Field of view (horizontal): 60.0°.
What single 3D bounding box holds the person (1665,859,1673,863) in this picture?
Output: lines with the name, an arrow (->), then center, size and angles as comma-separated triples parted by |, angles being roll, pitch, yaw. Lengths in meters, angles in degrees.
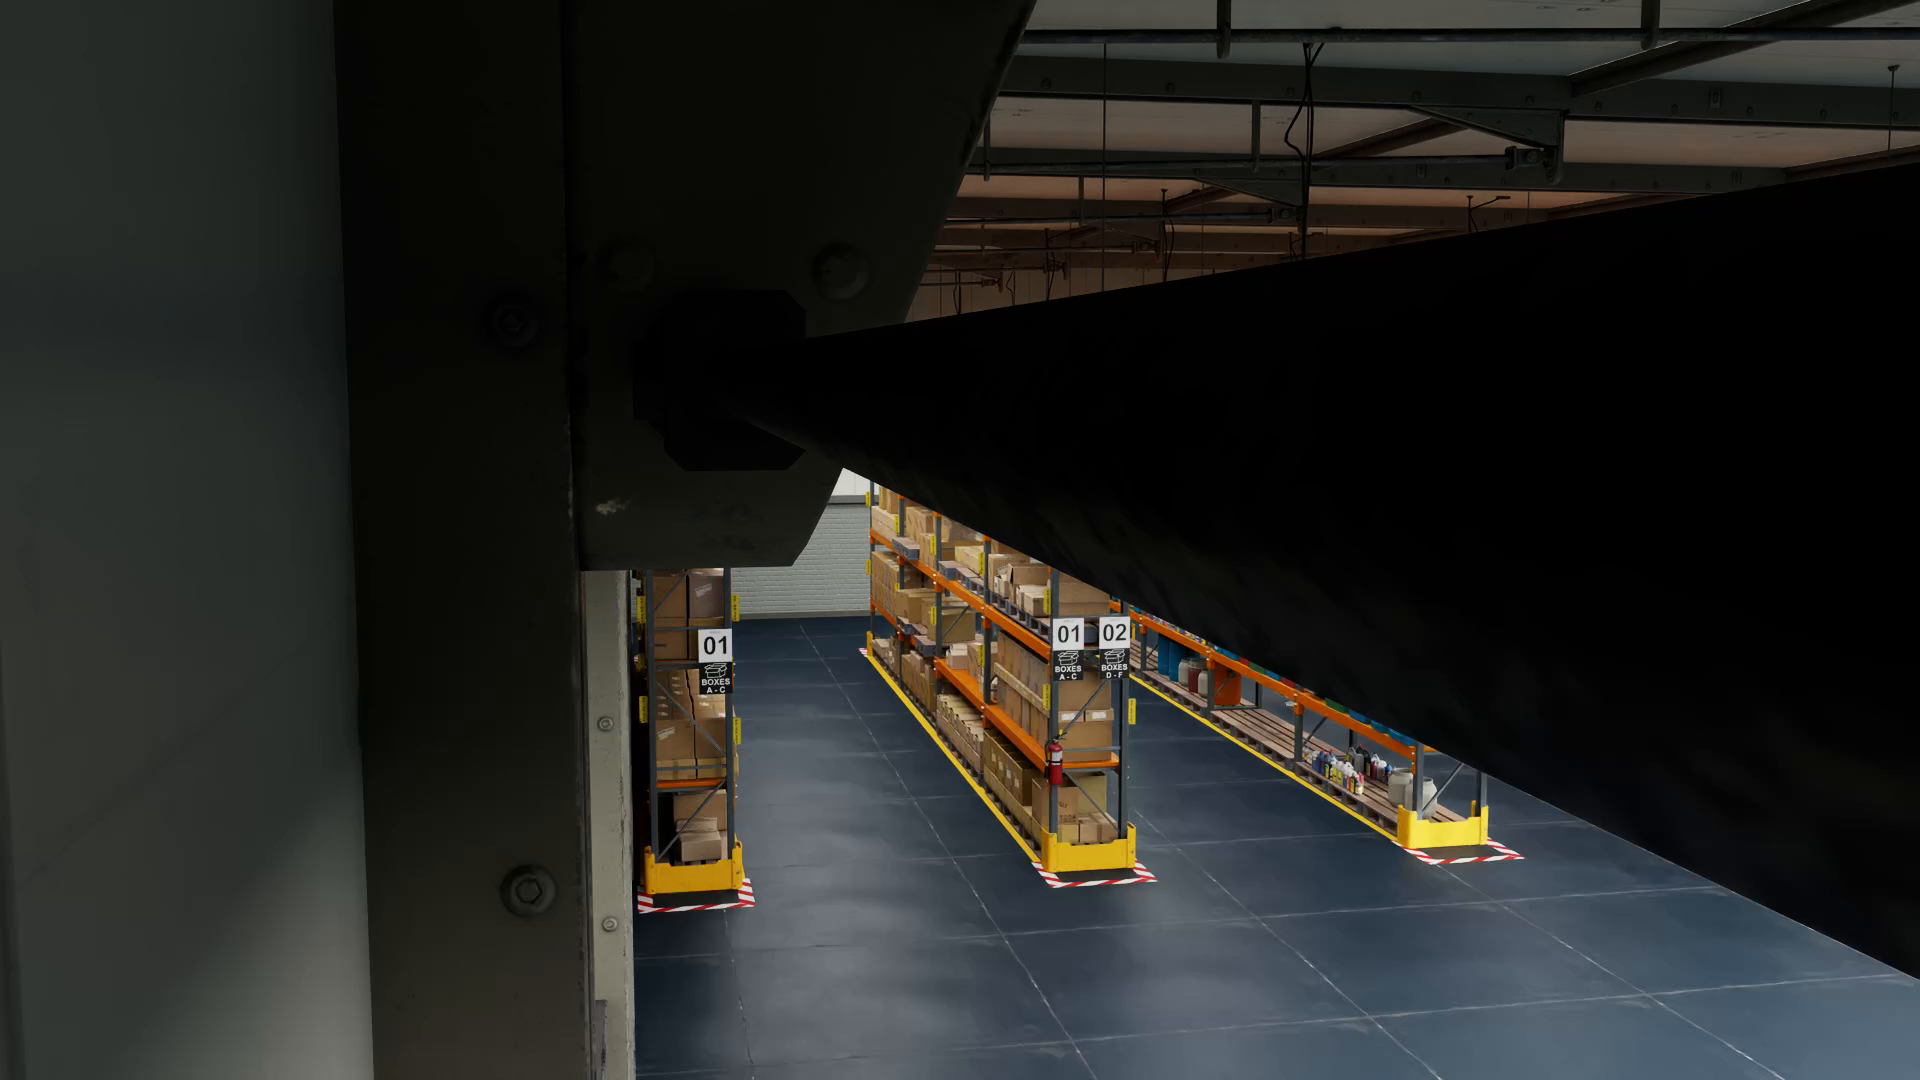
person -> 9.222, 3.238, 21.149 | 0.590, 1.795, 0.465 | 3, 7, 25

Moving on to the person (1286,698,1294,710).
person -> 6.176, 2.327, 30.909 | 0.434, 1.614, 0.493 | 5, 8, 41

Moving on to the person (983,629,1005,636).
person -> 0.769, 1.491, 38.810 | 0.424, 1.585, 0.725 | 6, 8, 44
